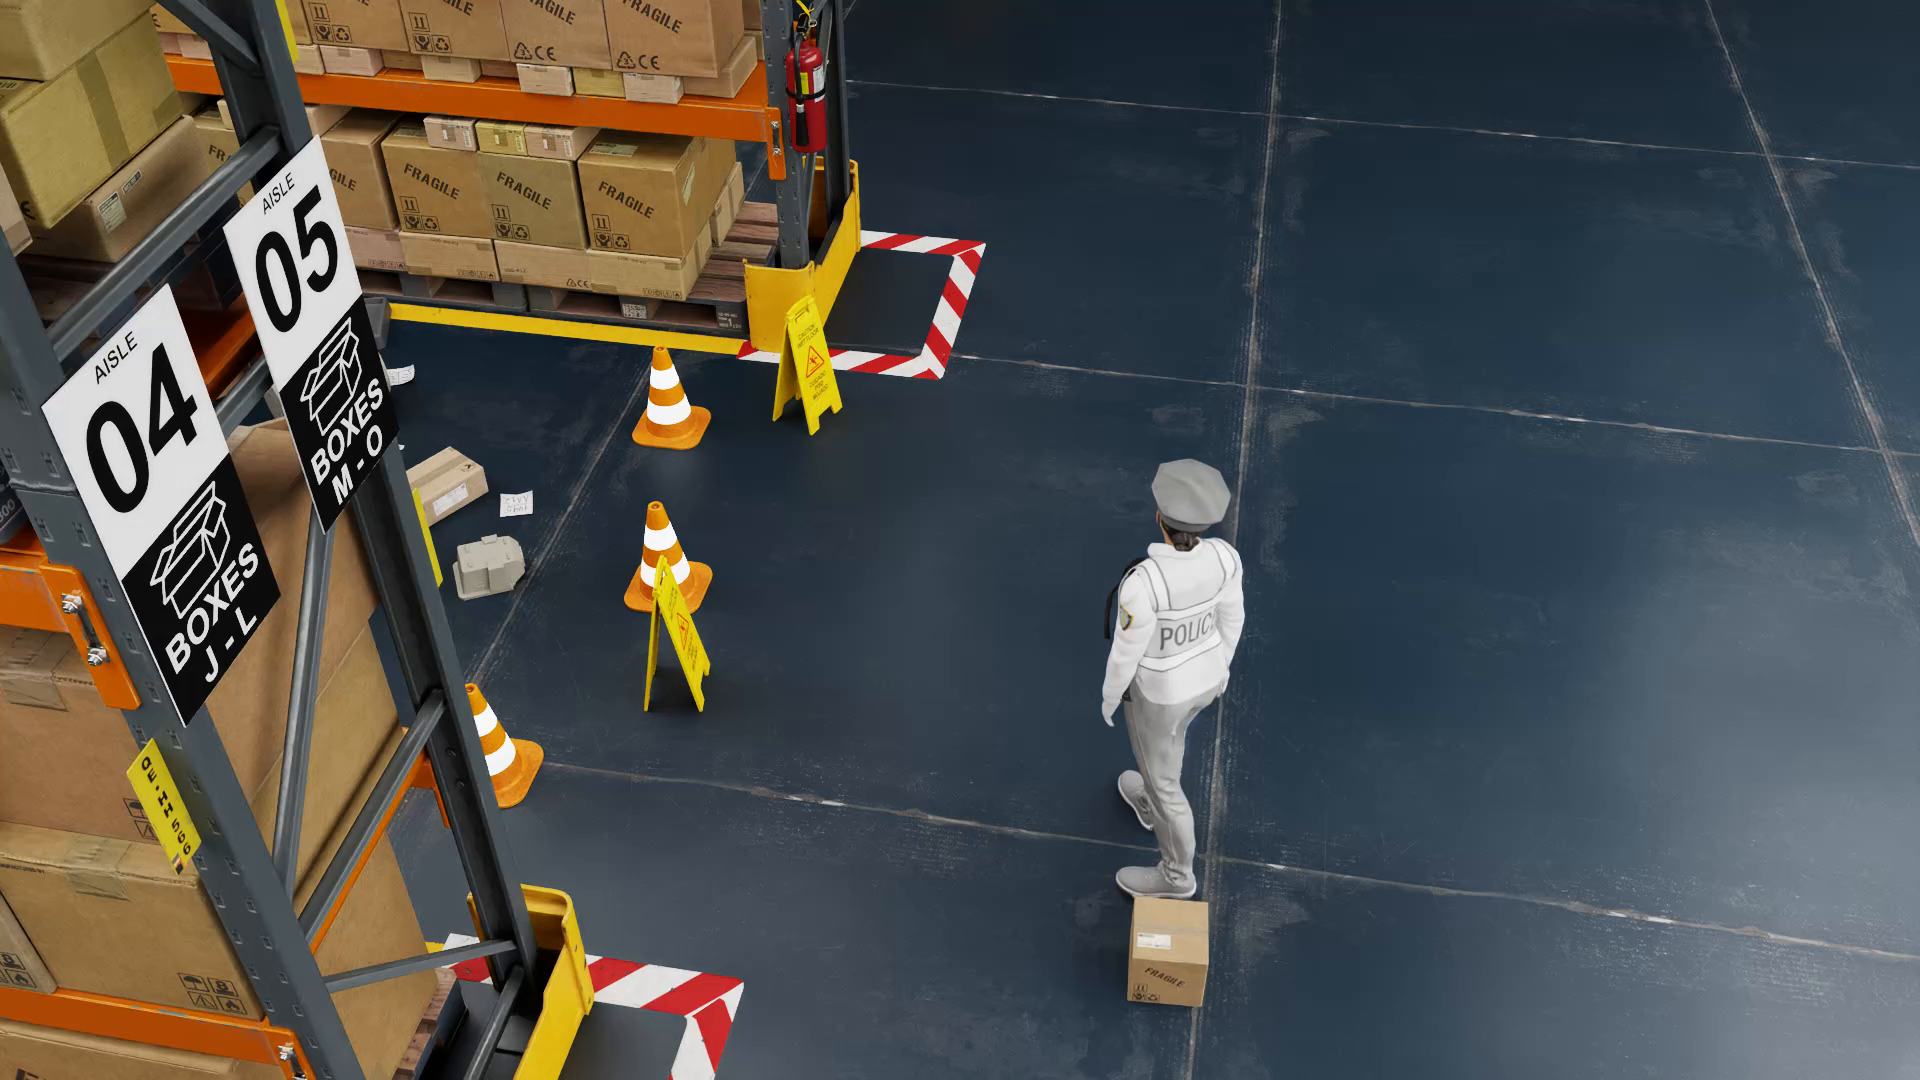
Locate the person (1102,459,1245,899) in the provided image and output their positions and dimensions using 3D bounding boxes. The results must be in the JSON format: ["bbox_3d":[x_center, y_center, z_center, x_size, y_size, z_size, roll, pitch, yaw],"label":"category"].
[{"bbox_3d":[0.705,0.482,5.589,0.507,1.665,0.590,-26,47,-27],"label":"person"}]
